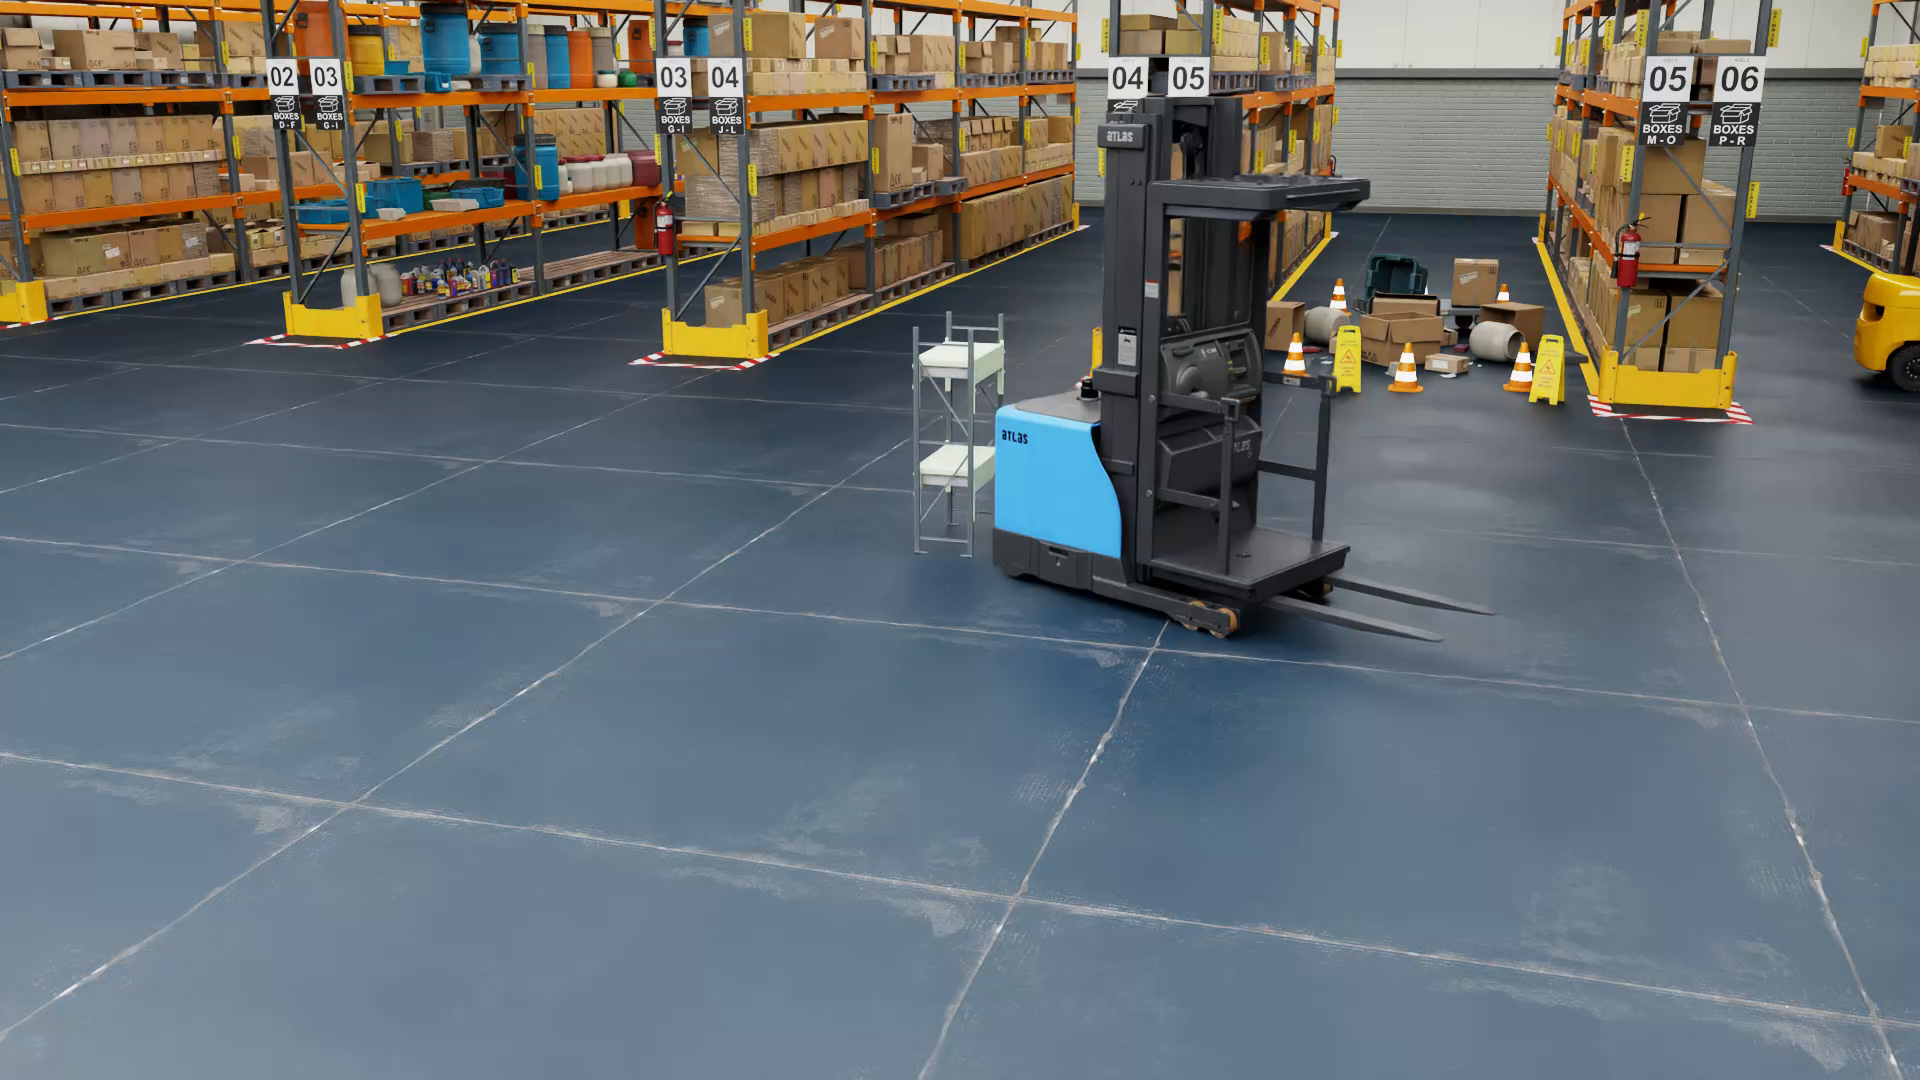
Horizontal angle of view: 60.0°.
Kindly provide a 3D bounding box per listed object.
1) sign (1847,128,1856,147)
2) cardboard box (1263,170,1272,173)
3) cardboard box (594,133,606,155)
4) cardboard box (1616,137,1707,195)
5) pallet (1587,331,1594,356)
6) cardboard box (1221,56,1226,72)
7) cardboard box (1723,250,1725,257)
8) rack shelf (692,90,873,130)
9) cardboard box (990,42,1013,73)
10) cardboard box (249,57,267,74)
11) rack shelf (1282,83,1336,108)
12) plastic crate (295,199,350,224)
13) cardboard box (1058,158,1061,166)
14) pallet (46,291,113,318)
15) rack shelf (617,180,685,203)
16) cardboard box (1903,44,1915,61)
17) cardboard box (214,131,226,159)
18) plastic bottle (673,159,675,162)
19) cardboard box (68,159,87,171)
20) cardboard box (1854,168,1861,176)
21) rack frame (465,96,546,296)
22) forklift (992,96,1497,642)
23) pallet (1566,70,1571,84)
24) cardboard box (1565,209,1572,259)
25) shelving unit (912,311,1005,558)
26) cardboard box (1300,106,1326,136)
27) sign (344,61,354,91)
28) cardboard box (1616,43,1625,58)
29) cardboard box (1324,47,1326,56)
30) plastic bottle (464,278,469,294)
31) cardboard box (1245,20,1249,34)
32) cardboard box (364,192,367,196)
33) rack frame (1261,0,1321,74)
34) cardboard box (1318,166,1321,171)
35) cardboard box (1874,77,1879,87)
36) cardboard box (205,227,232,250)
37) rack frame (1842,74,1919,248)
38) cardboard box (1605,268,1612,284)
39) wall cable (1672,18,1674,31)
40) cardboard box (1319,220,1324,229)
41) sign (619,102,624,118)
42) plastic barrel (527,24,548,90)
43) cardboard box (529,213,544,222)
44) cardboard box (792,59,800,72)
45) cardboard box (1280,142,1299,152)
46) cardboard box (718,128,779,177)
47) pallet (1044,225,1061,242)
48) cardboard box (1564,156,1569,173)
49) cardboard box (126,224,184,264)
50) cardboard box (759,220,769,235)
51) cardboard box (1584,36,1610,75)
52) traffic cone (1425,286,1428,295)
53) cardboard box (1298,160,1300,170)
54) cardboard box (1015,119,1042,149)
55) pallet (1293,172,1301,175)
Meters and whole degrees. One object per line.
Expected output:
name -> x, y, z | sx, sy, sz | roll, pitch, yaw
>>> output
sign -> 15.524, -7.006, 28.946 | 0.100, 0.325, 0.005 | 5, 16, 16
cardboard box -> 3.794, -4.577, 21.785 | 0.500, 0.500, 0.500 | 5, 16, 16
cardboard box -> -7.725, -8.243, 34.710 | 0.500, 0.500, 0.500 | 5, 17, 16
cardboard box -> 6.673, -3.568, 15.851 | 0.700, 0.500, 0.500 | 4, 16, 15
pallet -> 7.717, -2.272, 18.952 | 1.003, 0.211, 1.213 | 5, 16, 16
cardboard box -> 2.511, -4.872, 17.020 | 0.380, 0.149, 0.250 | 5, 16, 16
cardboard box -> 7.359, -2.890, 16.483 | 0.380, 0.149, 0.250 | 5, 17, 17
rack shelf -> -2.196, -5.134, 19.754 | 1.077, 0.370, 4.000 | 5, 16, 16
cardboard box -> 0.491, -8.194, 28.271 | 0.700, 0.500, 0.500 | 5, 17, 17
cardboard box -> -10.787, -7.207, 25.249 | 0.500, 0.250, 0.500 | 3, 16, 10
rack shelf -> 5.941, -7.862, 29.374 | 1.077, 0.370, 4.000 | 5, 16, 16
plastic crate -> -7.658, -3.980, 20.138 | 0.499, 0.251, 0.616 | 5, 16, 16
cardboard box -> 1.708, -7.193, 31.652 | 0.380, 0.149, 0.250 | 4, 16, 15
pallet -> -12.084, -3.145, 22.030 | 1.003, 0.211, 1.213 | 5, 16, 16
rack shelf -> -4.671, -6.168, 28.897 | 1.077, 0.370, 4.000 | 5, 16, 16
cardboard box -> 14.956, -7.540, 25.730 | 0.500, 0.250, 0.500 | 4, 16, 15
cardboard box -> -14.055, -7.333, 30.921 | 0.500, 0.500, 0.500 | 5, 16, 16
plastic bottle -> -5.016, -6.527, 29.081 | 0.097, 0.271, 0.097 | 0, 16, 0
cardboard box -> -11.725, -4.929, 21.839 | 0.380, 0.149, 0.250 | 4, 16, 15
cardboard box -> 15.688, -6.362, 28.722 | 0.380, 0.149, 0.250 | 4, 16, 15
rack frame -> -6.376, -4.944, 23.264 | 1.000, 3.000, 0.127 | 5, 16, 16
forklift -> 1.621, -1.019, 9.550 | 3.031, 2.935, 1.130 | 14, 21, 41
pallet -> 10.390, -7.498, 26.934 | 1.003, 0.211, 1.213 | 5, 16, 16
cardboard box -> 10.048, -4.896, 26.219 | 0.875, 0.875, 0.875 | 5, 17, 18
shelving unit -> -0.002, -0.720, 11.119 | 0.431, 1.500, 0.755 | 5, 16, 16
cardboard box -> 6.187, -7.414, 29.410 | 0.500, 0.500, 0.500 | 4, 16, 14
sign -> -6.987, -5.301, 19.010 | 0.100, 0.325, 0.005 | 5, 16, 16
cardboard box -> 7.241, -5.235, 17.792 | 0.380, 0.149, 0.250 | 4, 16, 15
cardboard box -> 6.107, -8.443, 28.730 | 0.380, 0.149, 0.250 | 5, 17, 19
plastic bottle -> -6.545, -3.355, 21.983 | 0.097, 0.201, 0.097 | 0, 16, 0
cardboard box -> 3.014, -5.720, 18.547 | 0.380, 0.149, 0.250 | 5, 16, 16
cardboard box -> -12.997, -7.258, 35.233 | 0.700, 0.500, 0.500 | 5, 17, 17
rack frame -> 5.373, -9.128, 27.021 | 1.000, 3.000, 0.127 | 5, 16, 16
cardboard box -> 6.371, -6.796, 30.254 | 0.380, 0.149, 0.250 | 4, 16, 13
cardboard box -> 15.422, -7.611, 27.628 | 0.380, 0.149, 0.250 | 5, 17, 17
cardboard box -> -11.284, -4.607, 25.315 | 0.500, 0.311, 0.500 | 5, 16, 16
rack frame -> 16.044, -6.547, 28.916 | 1.000, 3.000, 0.127 | 5, 16, 16
cardboard box -> 6.829, -2.694, 17.036 | 0.380, 0.149, 0.250 | 5, 17, 17
wall cable -> 16.011, -11.061, 33.765 | 2.988, 3.039, 0.133 | 5, 16, 16
cardboard box -> 6.584, -5.890, 31.054 | 0.380, 0.149, 0.250 | 5, 17, 18
sign -> -7.188, -9.130, 35.319 | 0.100, 0.325, 0.005 | 5, 16, 16
plastic barrel -> -6.254, -6.950, 23.918 | 0.600, 0.901, 0.600 | 0, 16, 0
cardboard box -> -8.524, -6.434, 32.636 | 0.500, 0.311, 0.500 | 5, 16, 16
cardboard box -> -2.062, -5.468, 19.159 | 0.380, 0.149, 0.250 | 4, 16, 13
cardboard box -> 5.220, -6.283, 26.584 | 0.380, 0.149, 0.250 | 5, 16, 16
cardboard box -> -2.347, -4.309, 18.463 | 0.500, 0.500, 0.500 | 5, 16, 16
pallet -> 1.282, -5.825, 31.479 | 1.003, 0.211, 1.213 | 5, 16, 16
cardboard box -> 9.462, -5.691, 25.257 | 0.500, 0.250, 0.500 | 5, 17, 17
cardboard box -> -11.338, -4.170, 23.430 | 0.500, 0.500, 0.500 | 5, 16, 16
cardboard box -> -2.365, -3.513, 18.678 | 0.380, 0.149, 0.250 | 5, 16, 16
cardboard box -> 8.973, -6.643, 22.799 | 0.797, 0.503, 0.637 | 4, 16, 12
traffic cone -> 6.008, -3.158, 21.614 | 0.336, 0.463, 0.334 | 5, 16, 16
cardboard box -> 5.304, -6.071, 26.927 | 0.380, 0.149, 0.250 | 5, 16, 16
cardboard box -> 1.174, -7.319, 29.991 | 0.500, 0.500, 0.500 | 5, 16, 16
pallet -> 4.759, -5.624, 26.014 | 1.003, 0.211, 1.213 | 5, 16, 16
